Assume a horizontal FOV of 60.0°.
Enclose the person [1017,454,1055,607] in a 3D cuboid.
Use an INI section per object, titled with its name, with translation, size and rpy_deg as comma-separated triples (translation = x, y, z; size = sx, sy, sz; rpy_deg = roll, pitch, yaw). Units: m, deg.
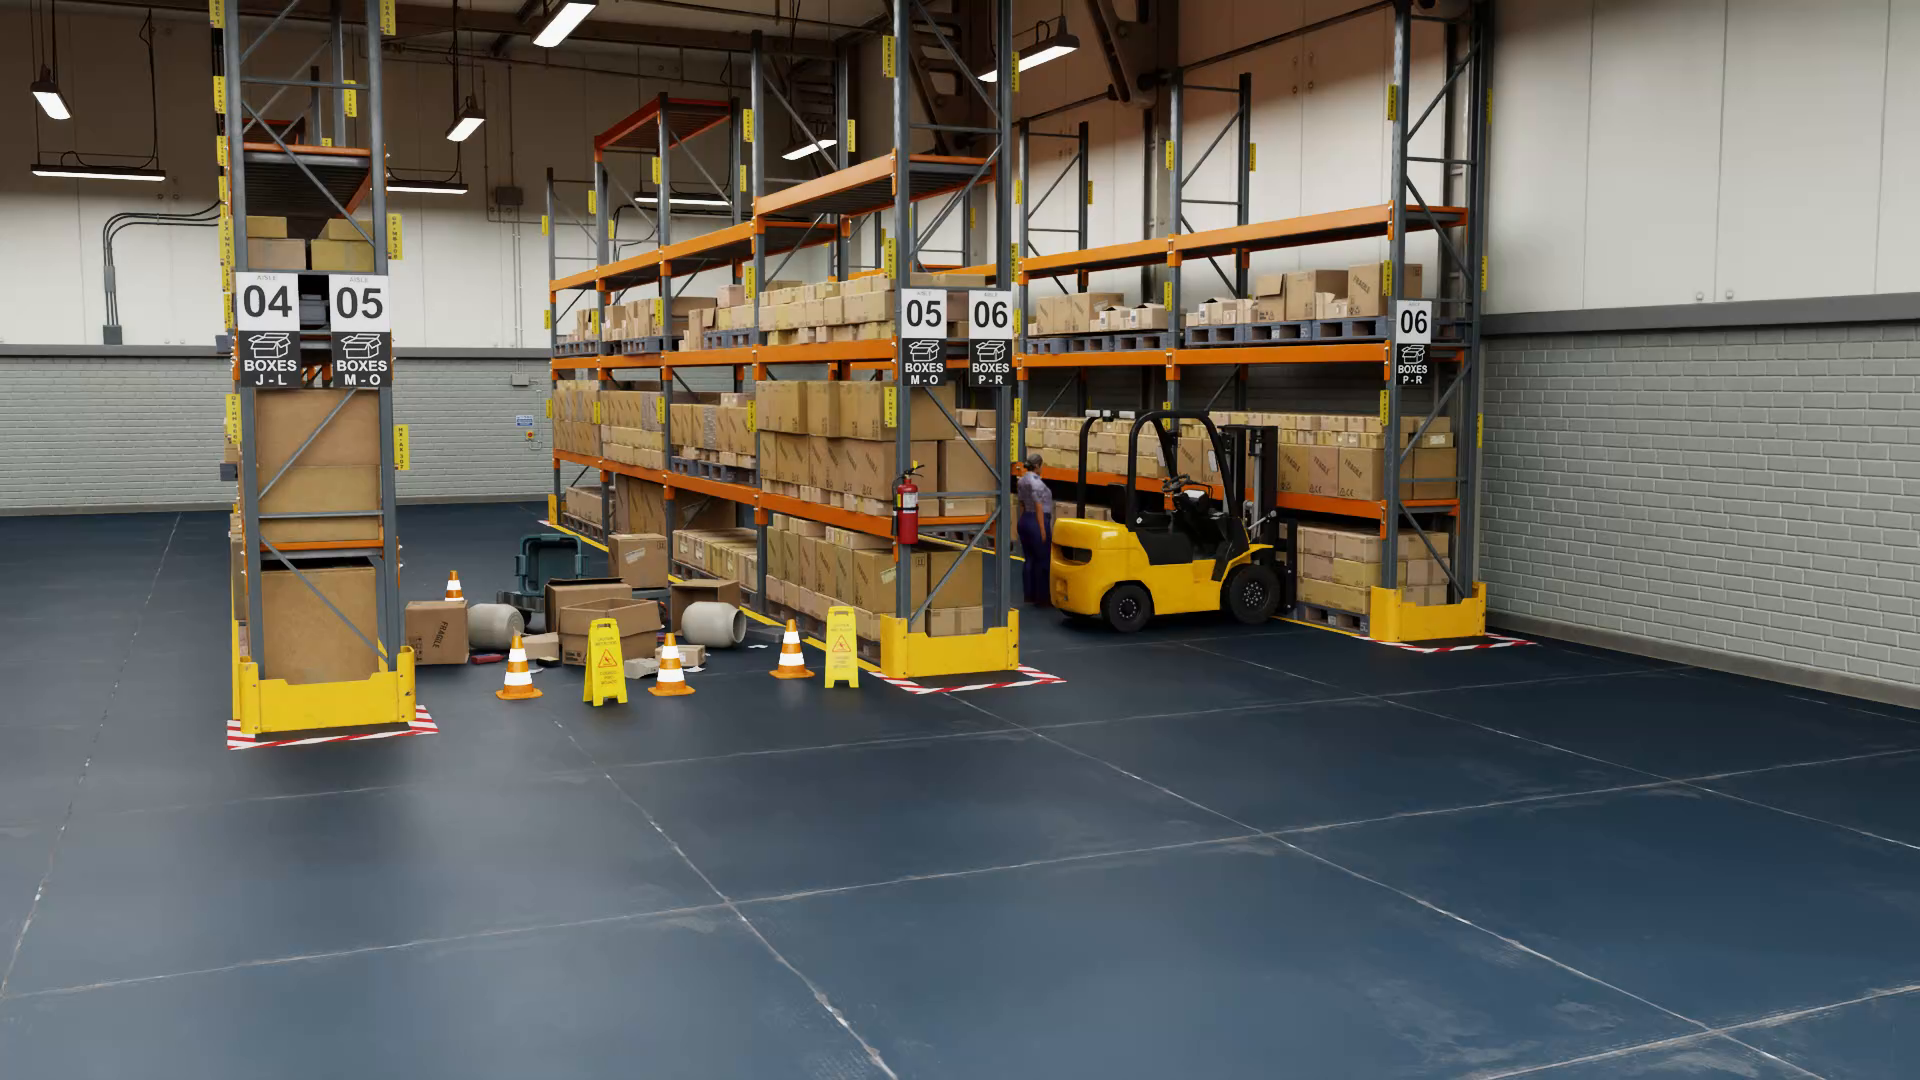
[person]
translation = 0.845, -0.109, 18.162
size = 0.400, 1.672, 0.484
rpy_deg = -2, 6, -23
